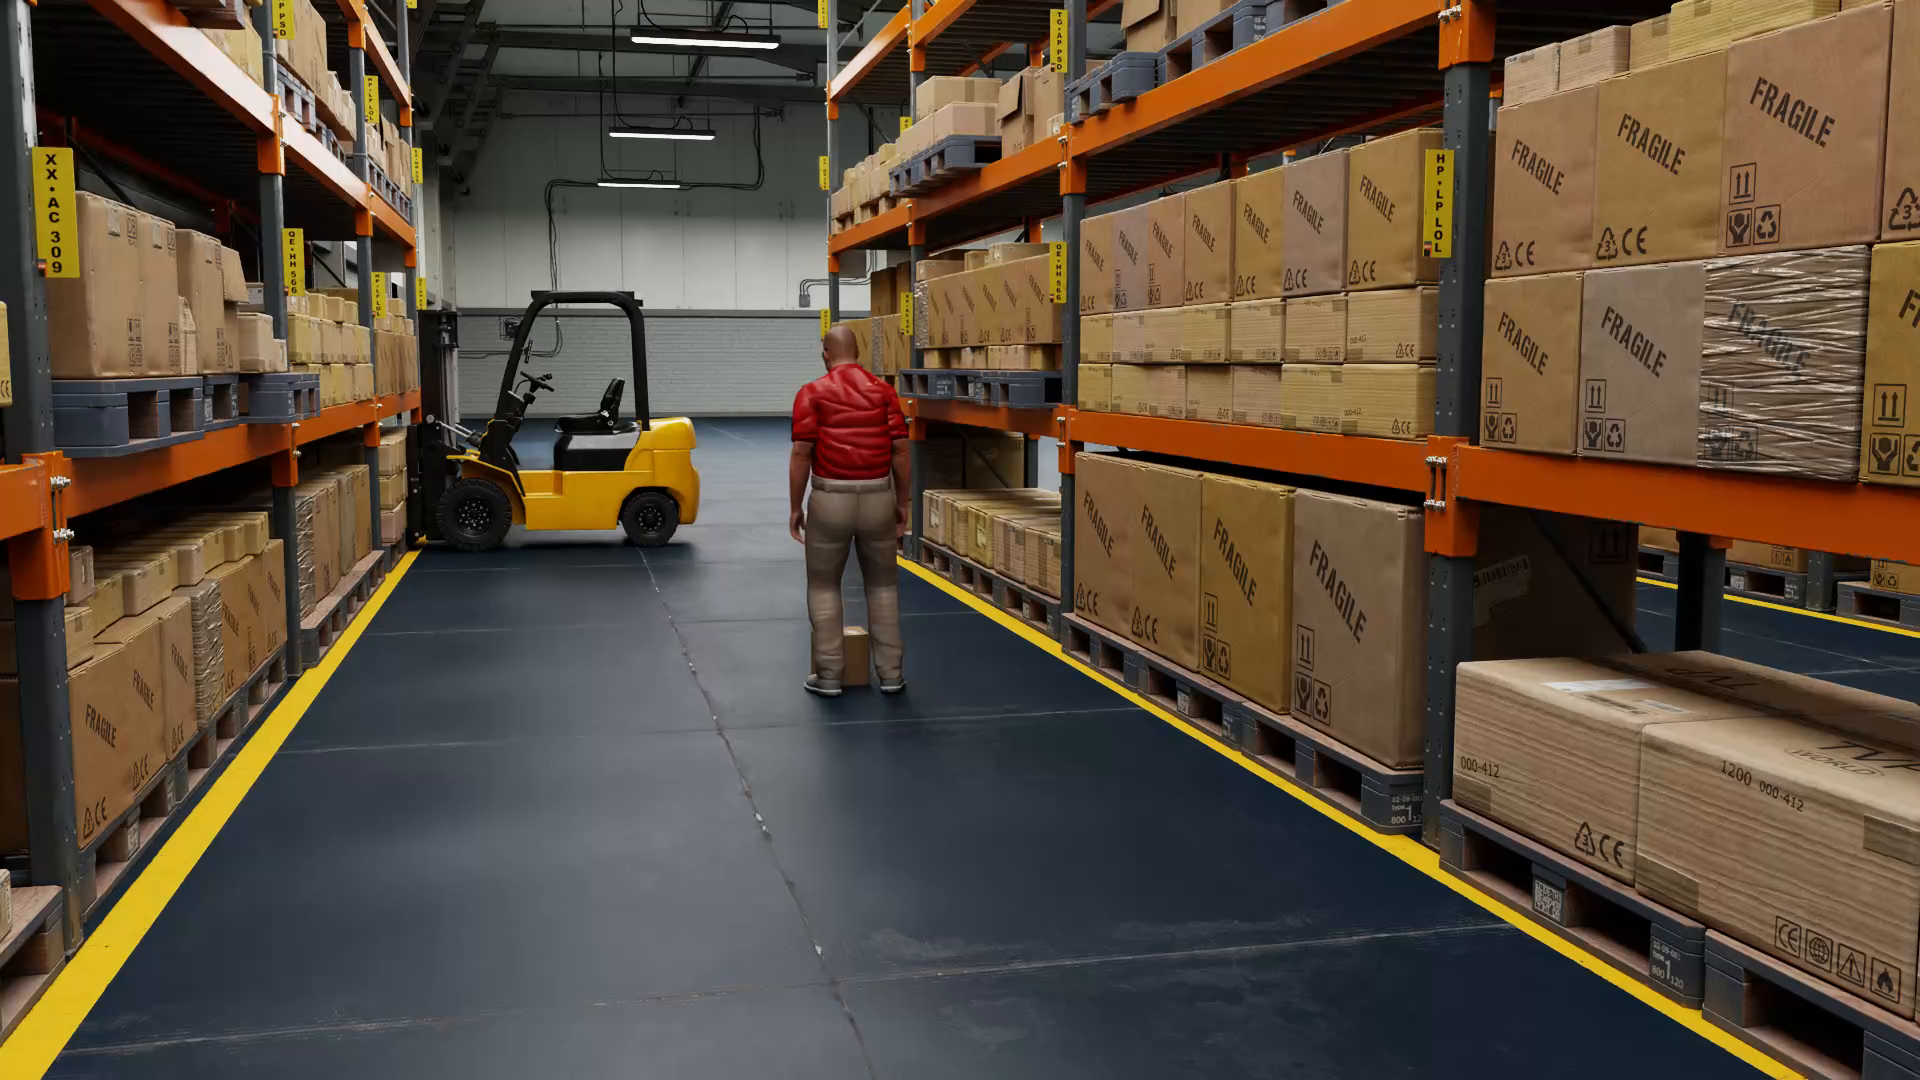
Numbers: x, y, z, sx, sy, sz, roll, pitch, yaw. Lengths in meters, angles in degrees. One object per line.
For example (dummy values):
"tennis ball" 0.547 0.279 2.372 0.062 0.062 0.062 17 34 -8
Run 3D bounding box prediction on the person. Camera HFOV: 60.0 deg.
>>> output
"person" -0.518 -0.138 7.812 0.590 1.725 0.392 -2 6 -16
